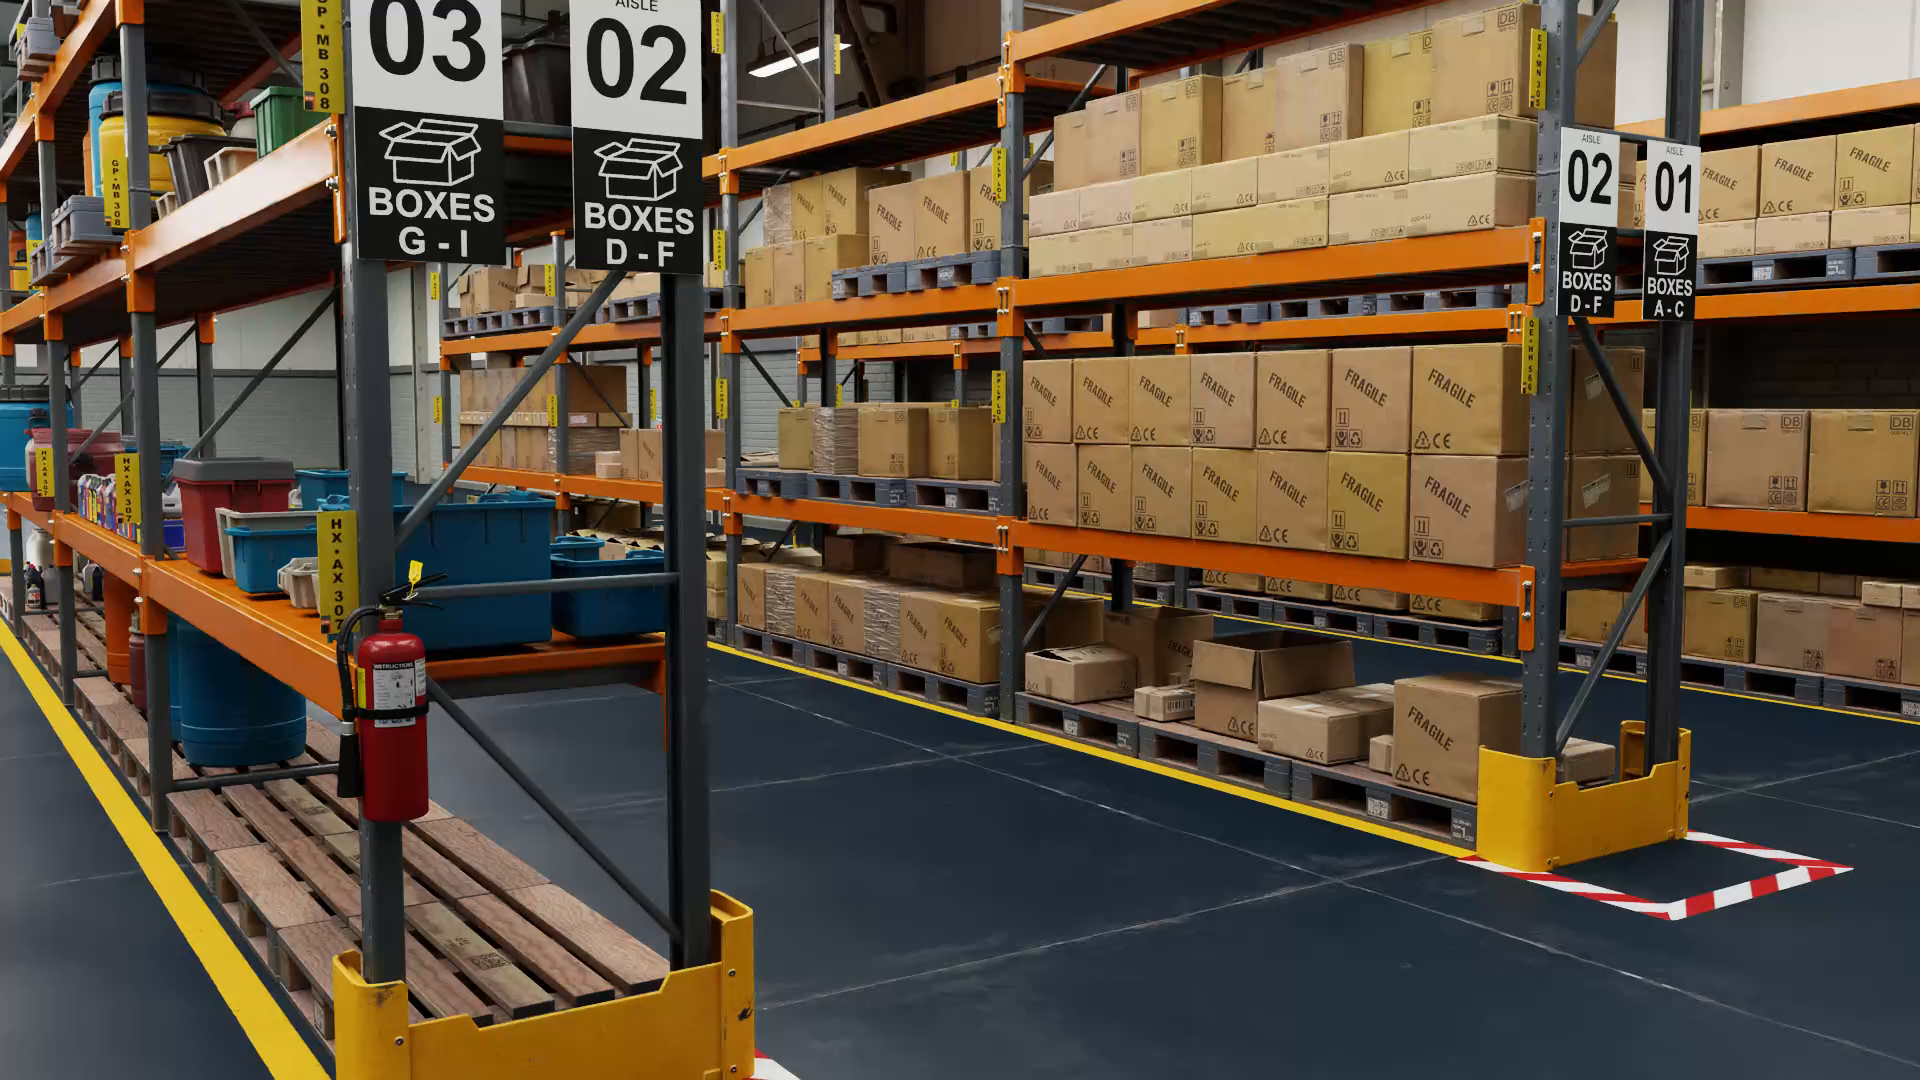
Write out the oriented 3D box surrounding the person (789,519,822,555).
[{"bbox_3d":[-1.528,-0.285,17.397,0.578,1.752,0.561,-2,5,-24],"label":"person"}]
